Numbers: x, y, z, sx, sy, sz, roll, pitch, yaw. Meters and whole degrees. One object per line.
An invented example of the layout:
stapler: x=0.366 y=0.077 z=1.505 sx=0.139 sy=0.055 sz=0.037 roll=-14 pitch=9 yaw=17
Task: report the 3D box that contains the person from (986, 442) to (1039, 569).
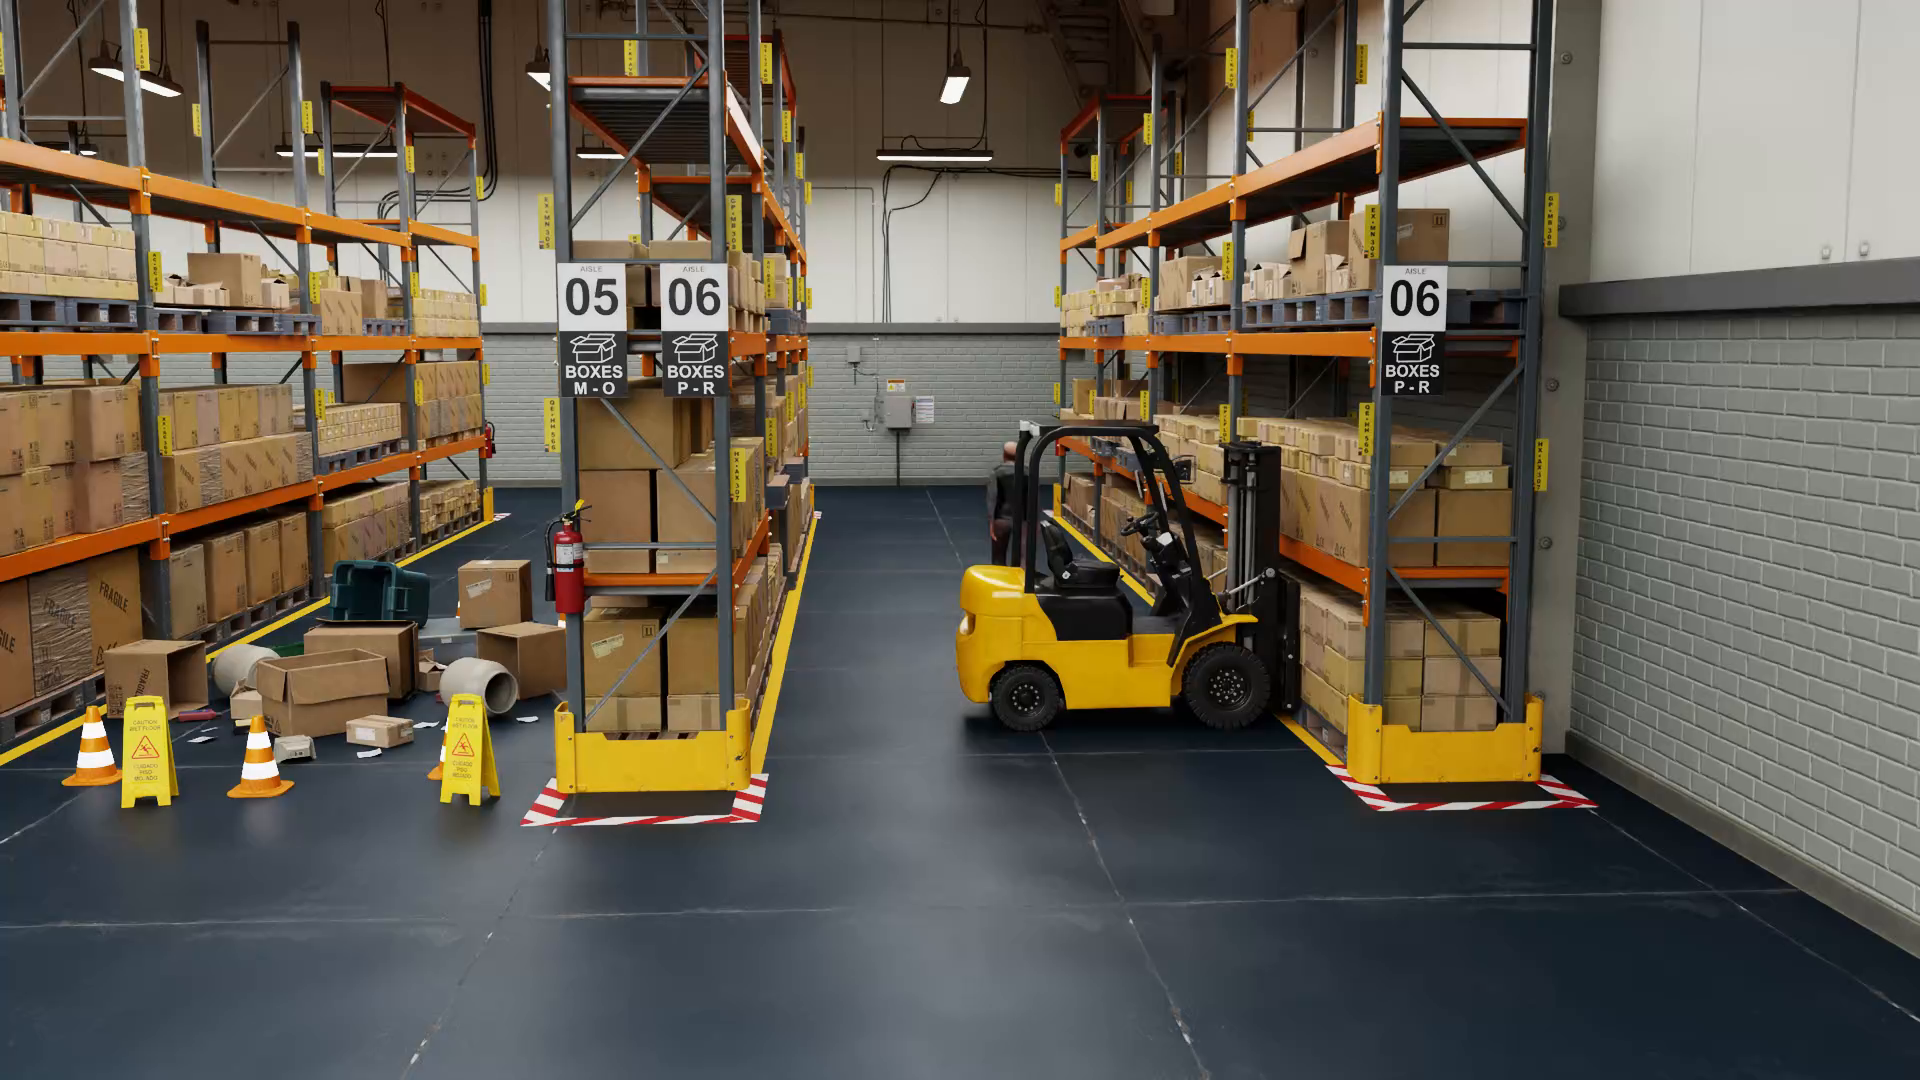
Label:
person: x=0.563 y=-0.159 z=17.187 sx=0.586 sy=1.706 sz=0.923 roll=0 pitch=7 yaw=2
